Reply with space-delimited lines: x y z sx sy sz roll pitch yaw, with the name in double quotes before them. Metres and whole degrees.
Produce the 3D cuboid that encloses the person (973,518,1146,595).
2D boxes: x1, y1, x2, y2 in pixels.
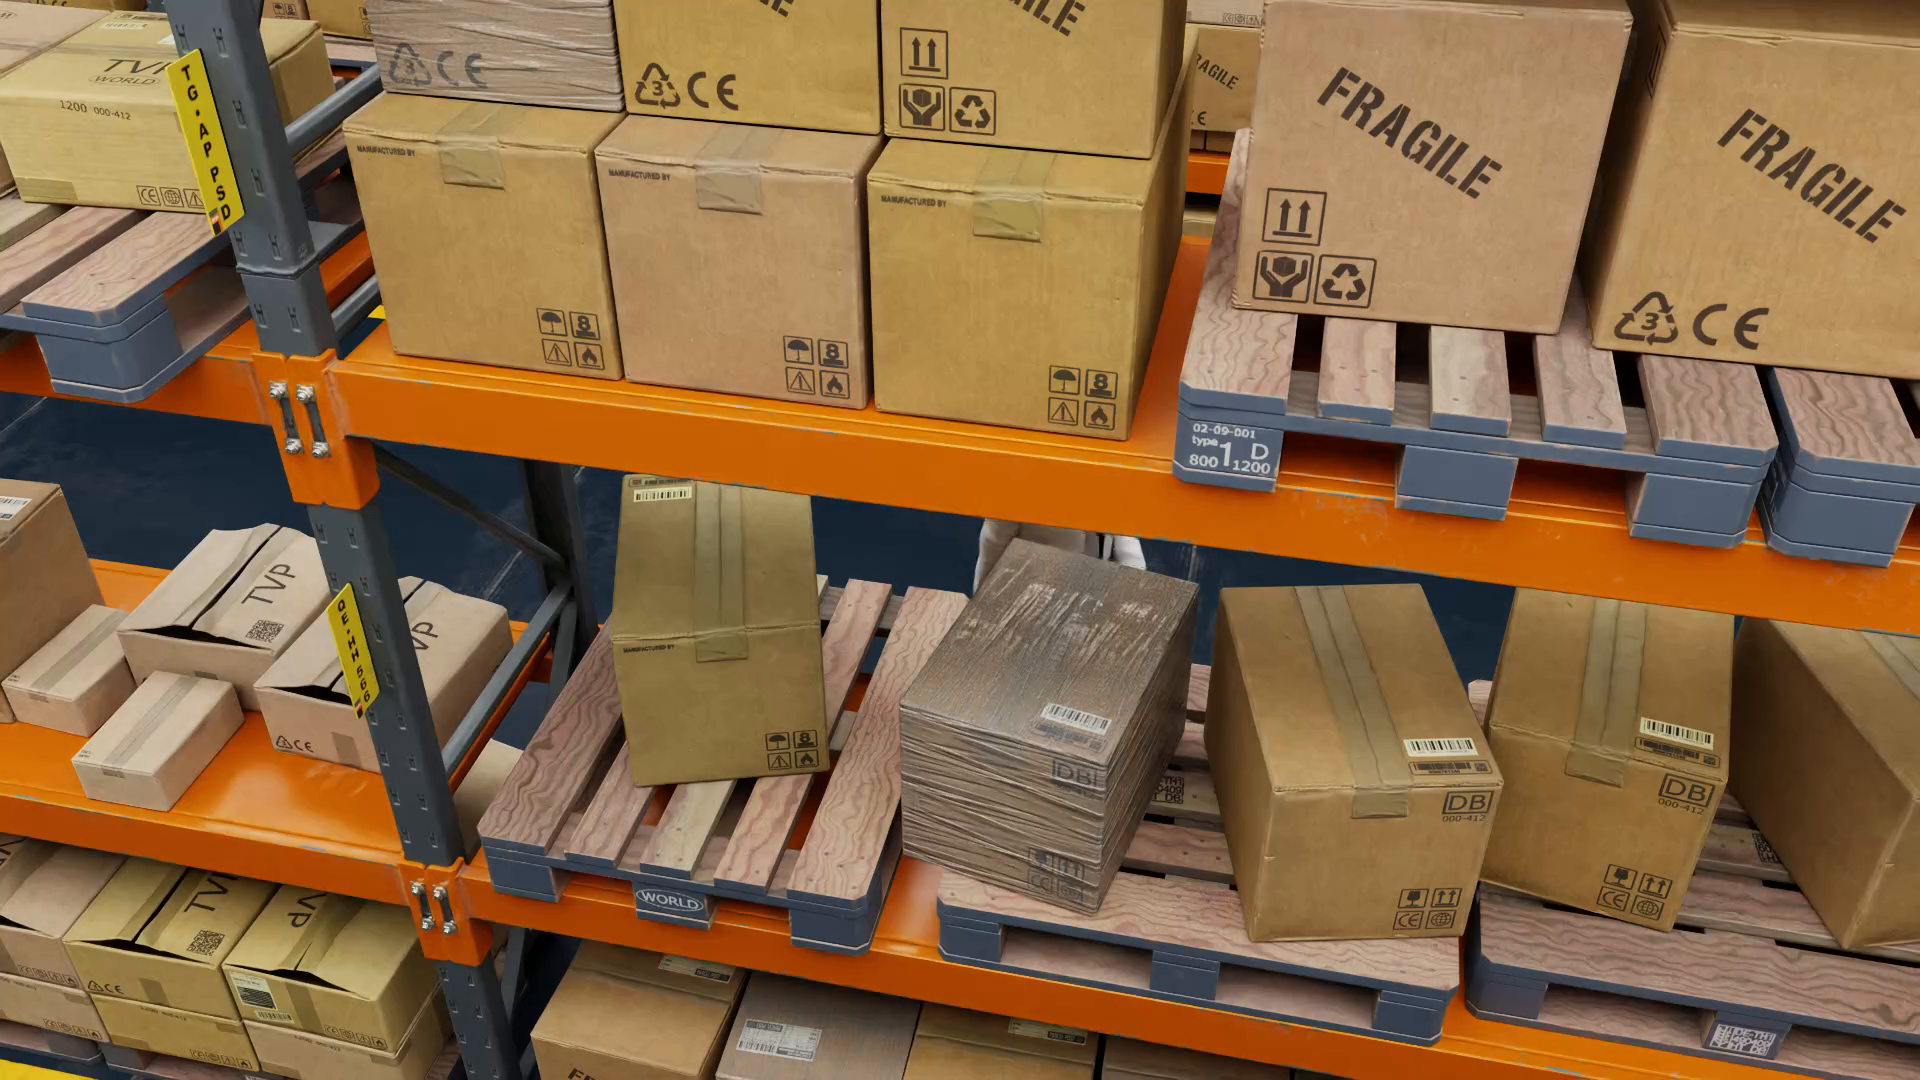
"person" 0.358 0.169 5.931 0.588 1.739 0.878 -30 46 -35
